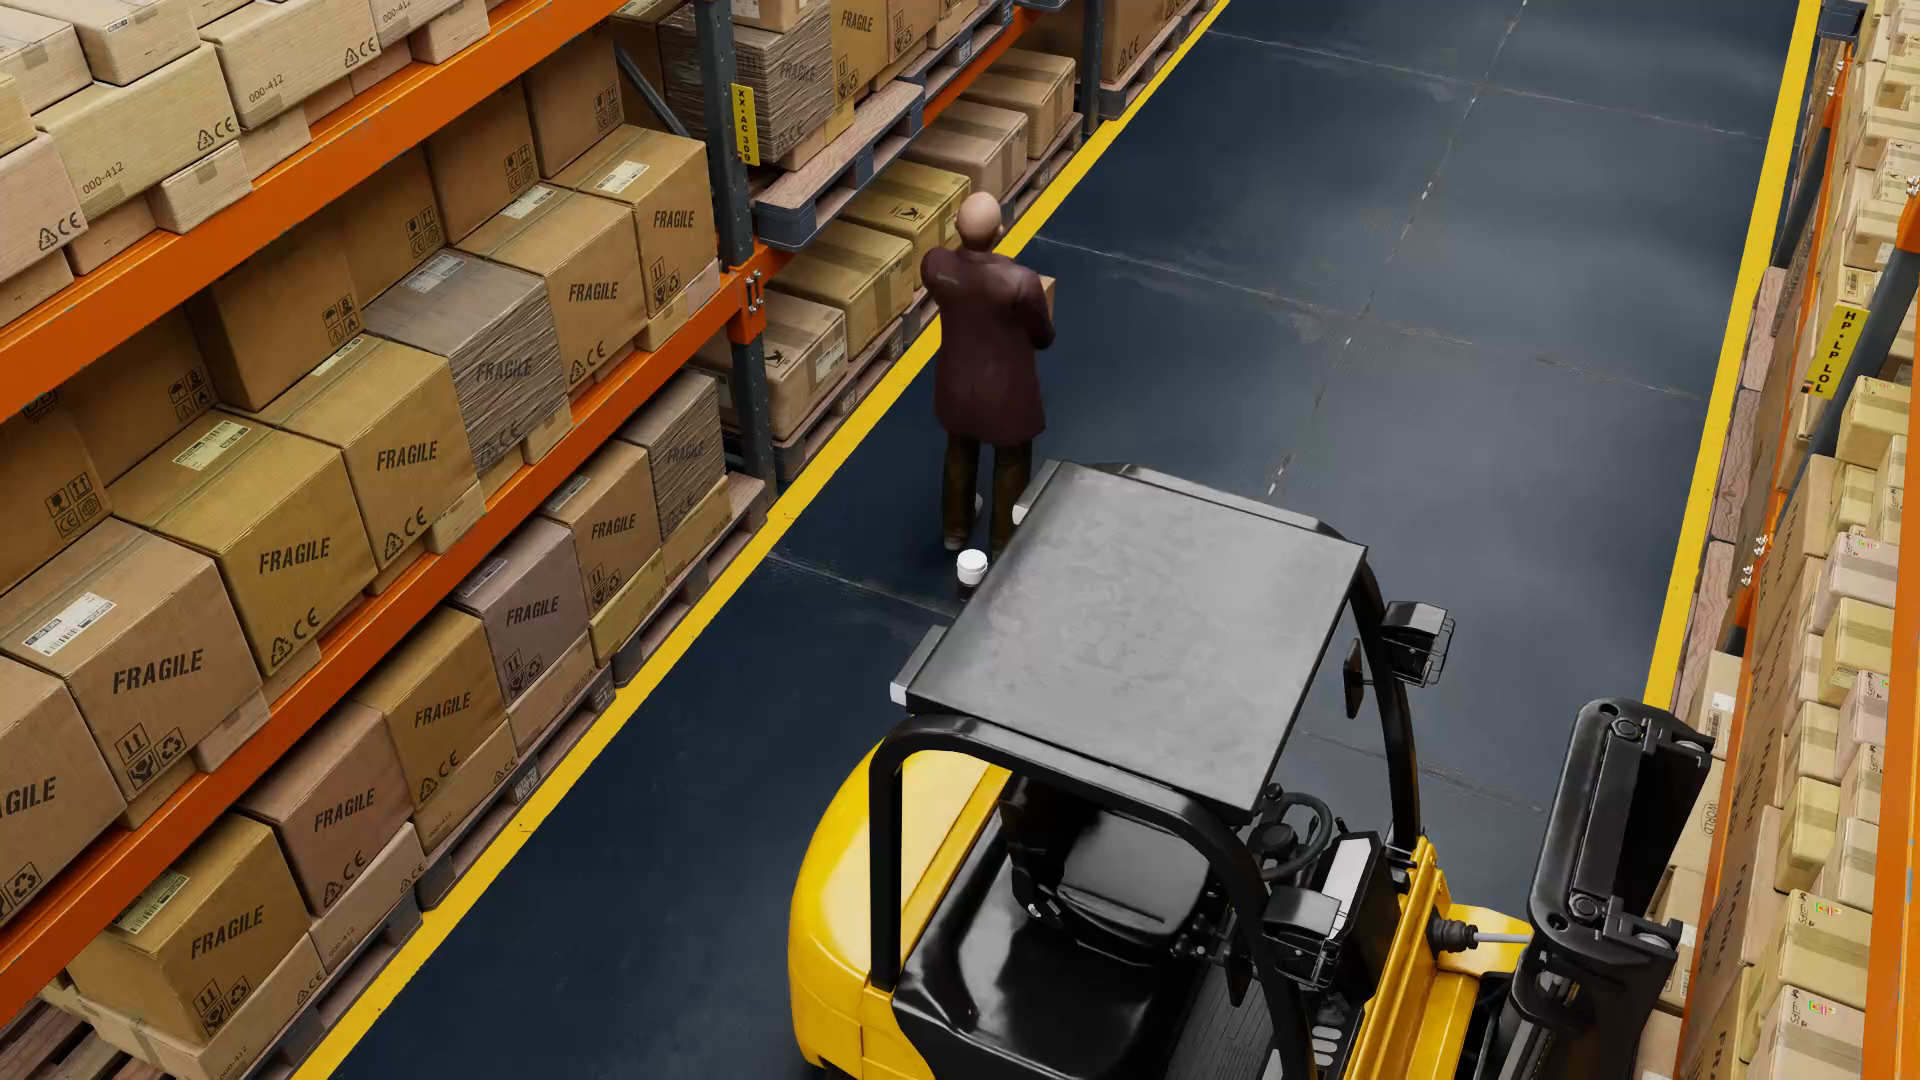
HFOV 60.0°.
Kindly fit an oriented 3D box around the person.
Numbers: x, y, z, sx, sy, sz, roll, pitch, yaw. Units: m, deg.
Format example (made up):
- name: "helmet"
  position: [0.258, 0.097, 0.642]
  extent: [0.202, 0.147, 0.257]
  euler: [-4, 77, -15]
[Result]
- name: "person"
  position: [0.153, -0.734, 7.005]
  extent: [0.527, 1.776, 0.554]
  euler: [17, 44, 18]
